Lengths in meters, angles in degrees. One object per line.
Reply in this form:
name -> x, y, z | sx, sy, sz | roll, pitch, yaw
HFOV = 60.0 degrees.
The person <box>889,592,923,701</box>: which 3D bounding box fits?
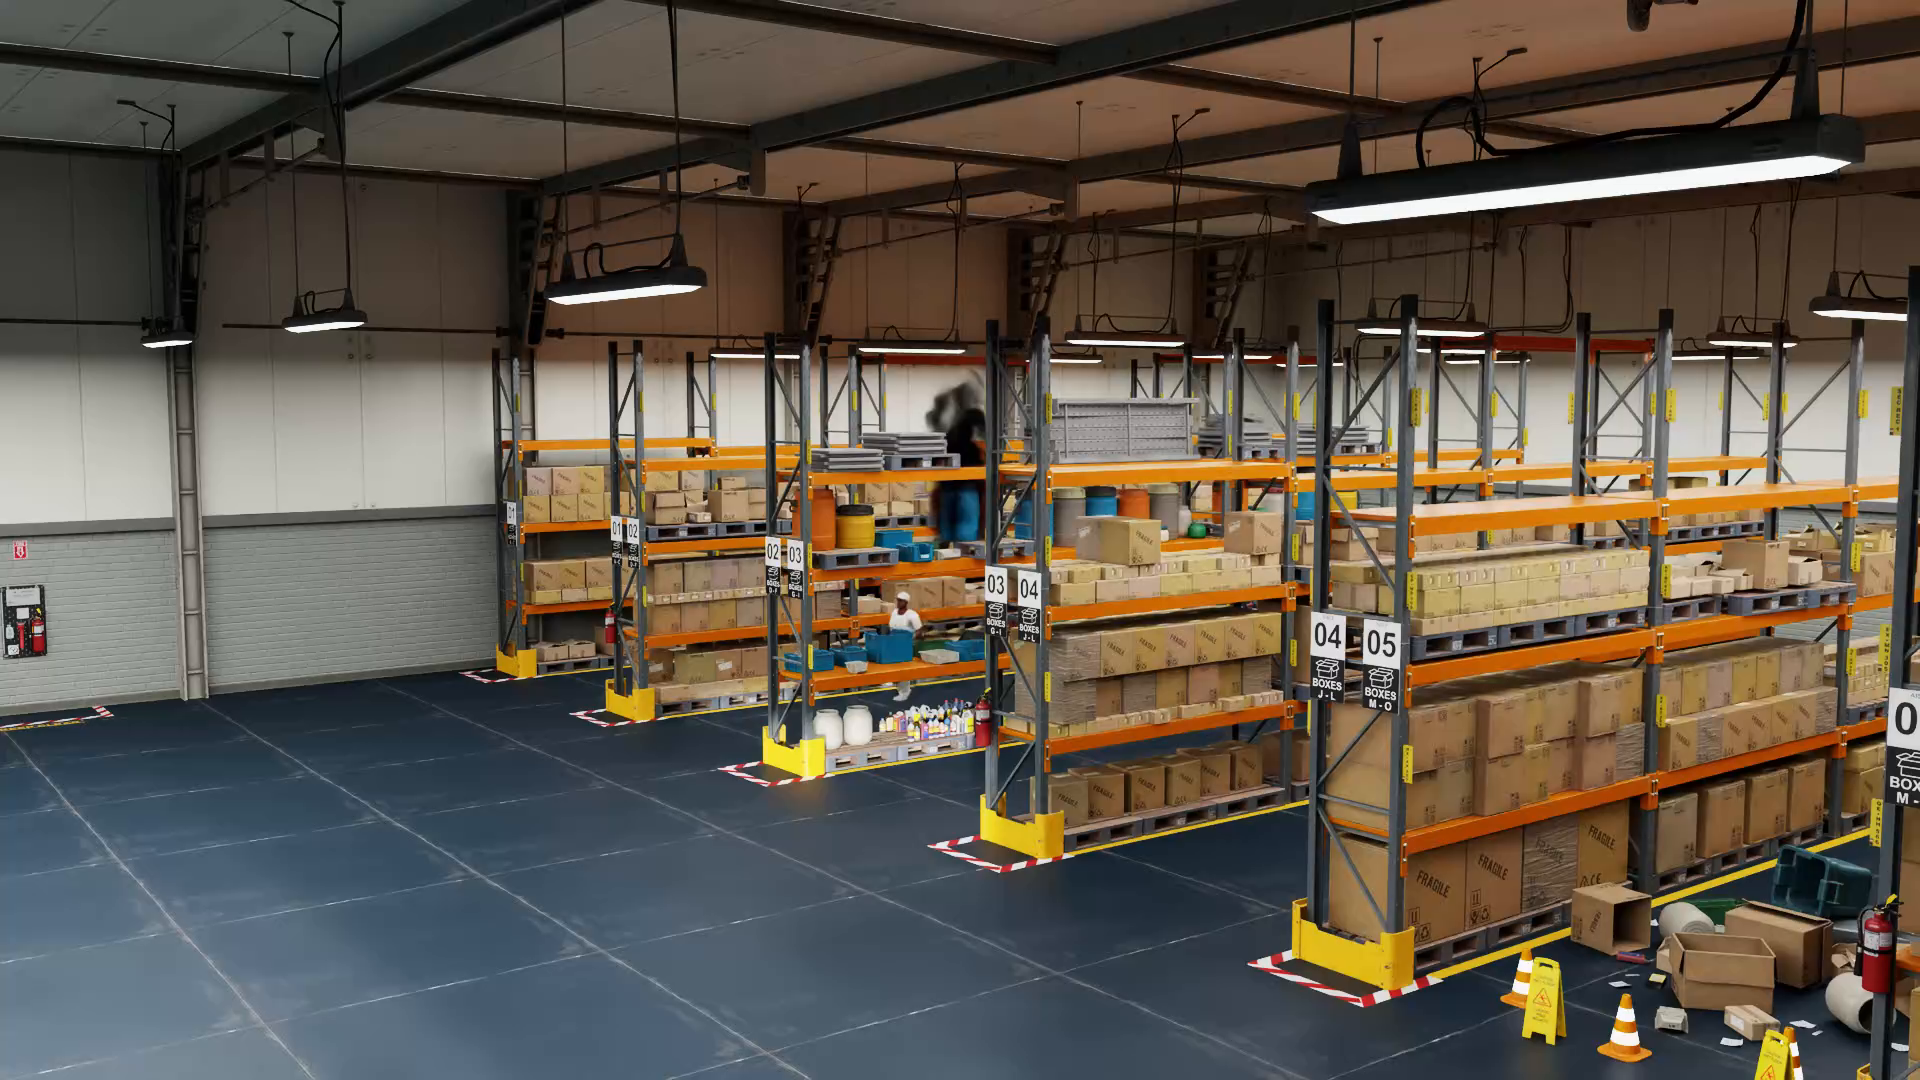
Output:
person -> -0.934, 1.694, 26.442 | 0.698, 1.737, 0.558 | 4, 6, 39
